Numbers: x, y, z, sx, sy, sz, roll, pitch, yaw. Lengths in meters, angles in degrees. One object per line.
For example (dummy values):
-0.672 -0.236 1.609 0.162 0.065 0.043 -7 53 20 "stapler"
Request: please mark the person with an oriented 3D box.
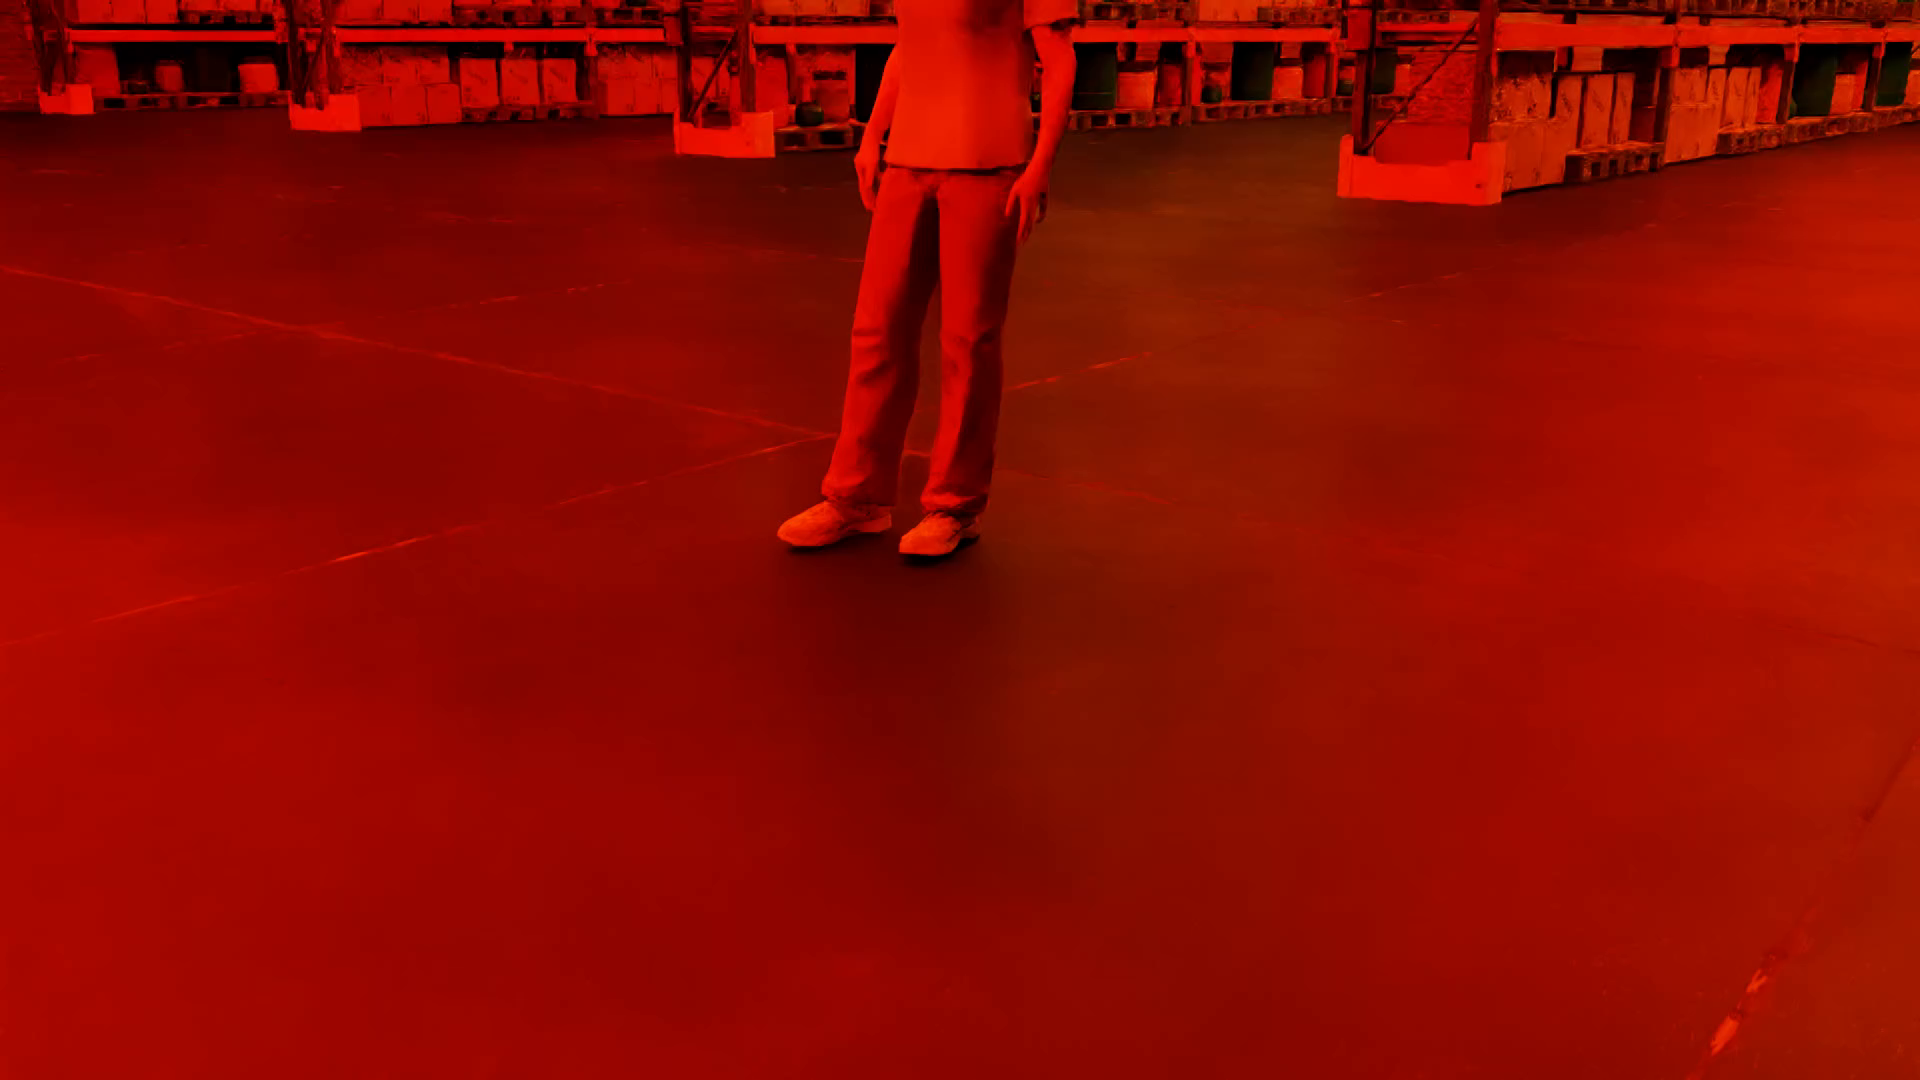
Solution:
-0.055 -0.794 3.649 0.554 1.673 0.548 13 21 37 "person"
